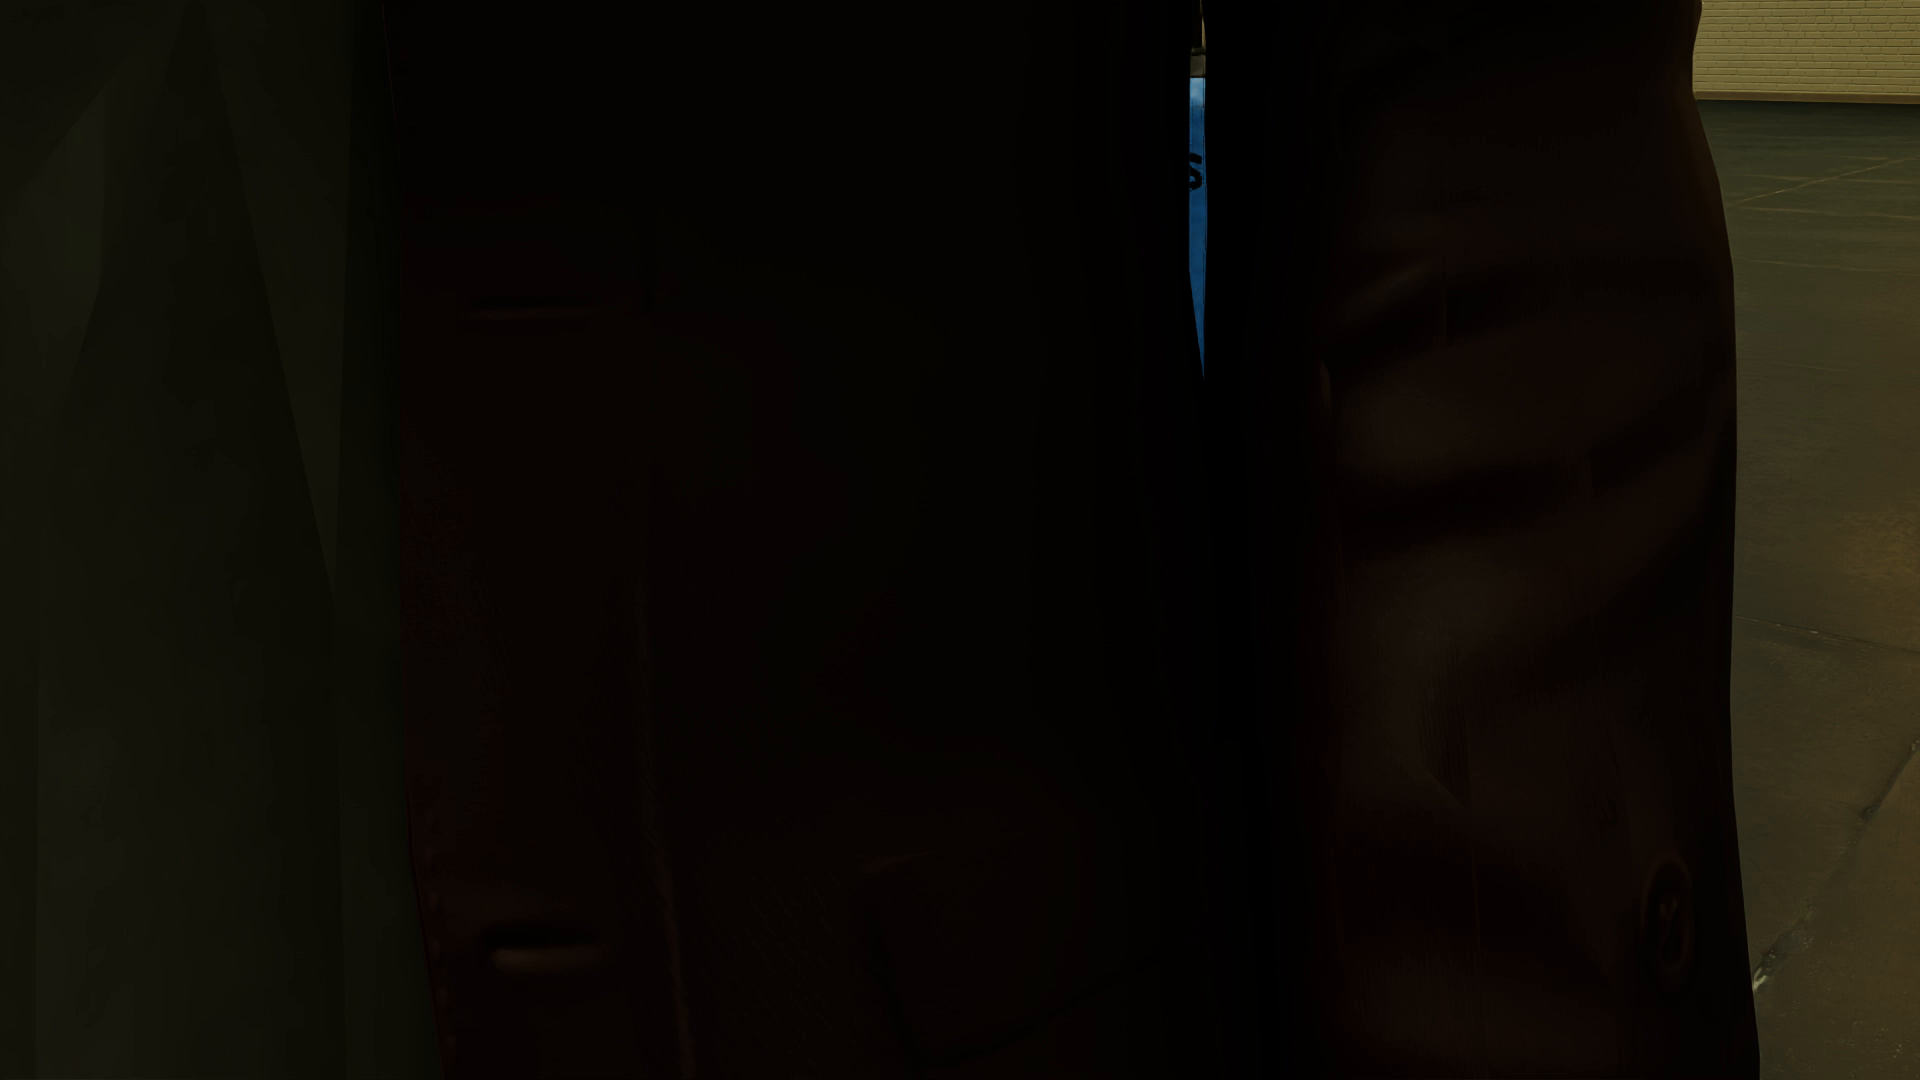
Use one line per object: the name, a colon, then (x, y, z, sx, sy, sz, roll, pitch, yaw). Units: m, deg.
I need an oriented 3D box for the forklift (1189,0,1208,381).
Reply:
forklift: (-0.540, -1.487, 3.794, 3.031, 2.935, 1.130, 9, 19, 28)
